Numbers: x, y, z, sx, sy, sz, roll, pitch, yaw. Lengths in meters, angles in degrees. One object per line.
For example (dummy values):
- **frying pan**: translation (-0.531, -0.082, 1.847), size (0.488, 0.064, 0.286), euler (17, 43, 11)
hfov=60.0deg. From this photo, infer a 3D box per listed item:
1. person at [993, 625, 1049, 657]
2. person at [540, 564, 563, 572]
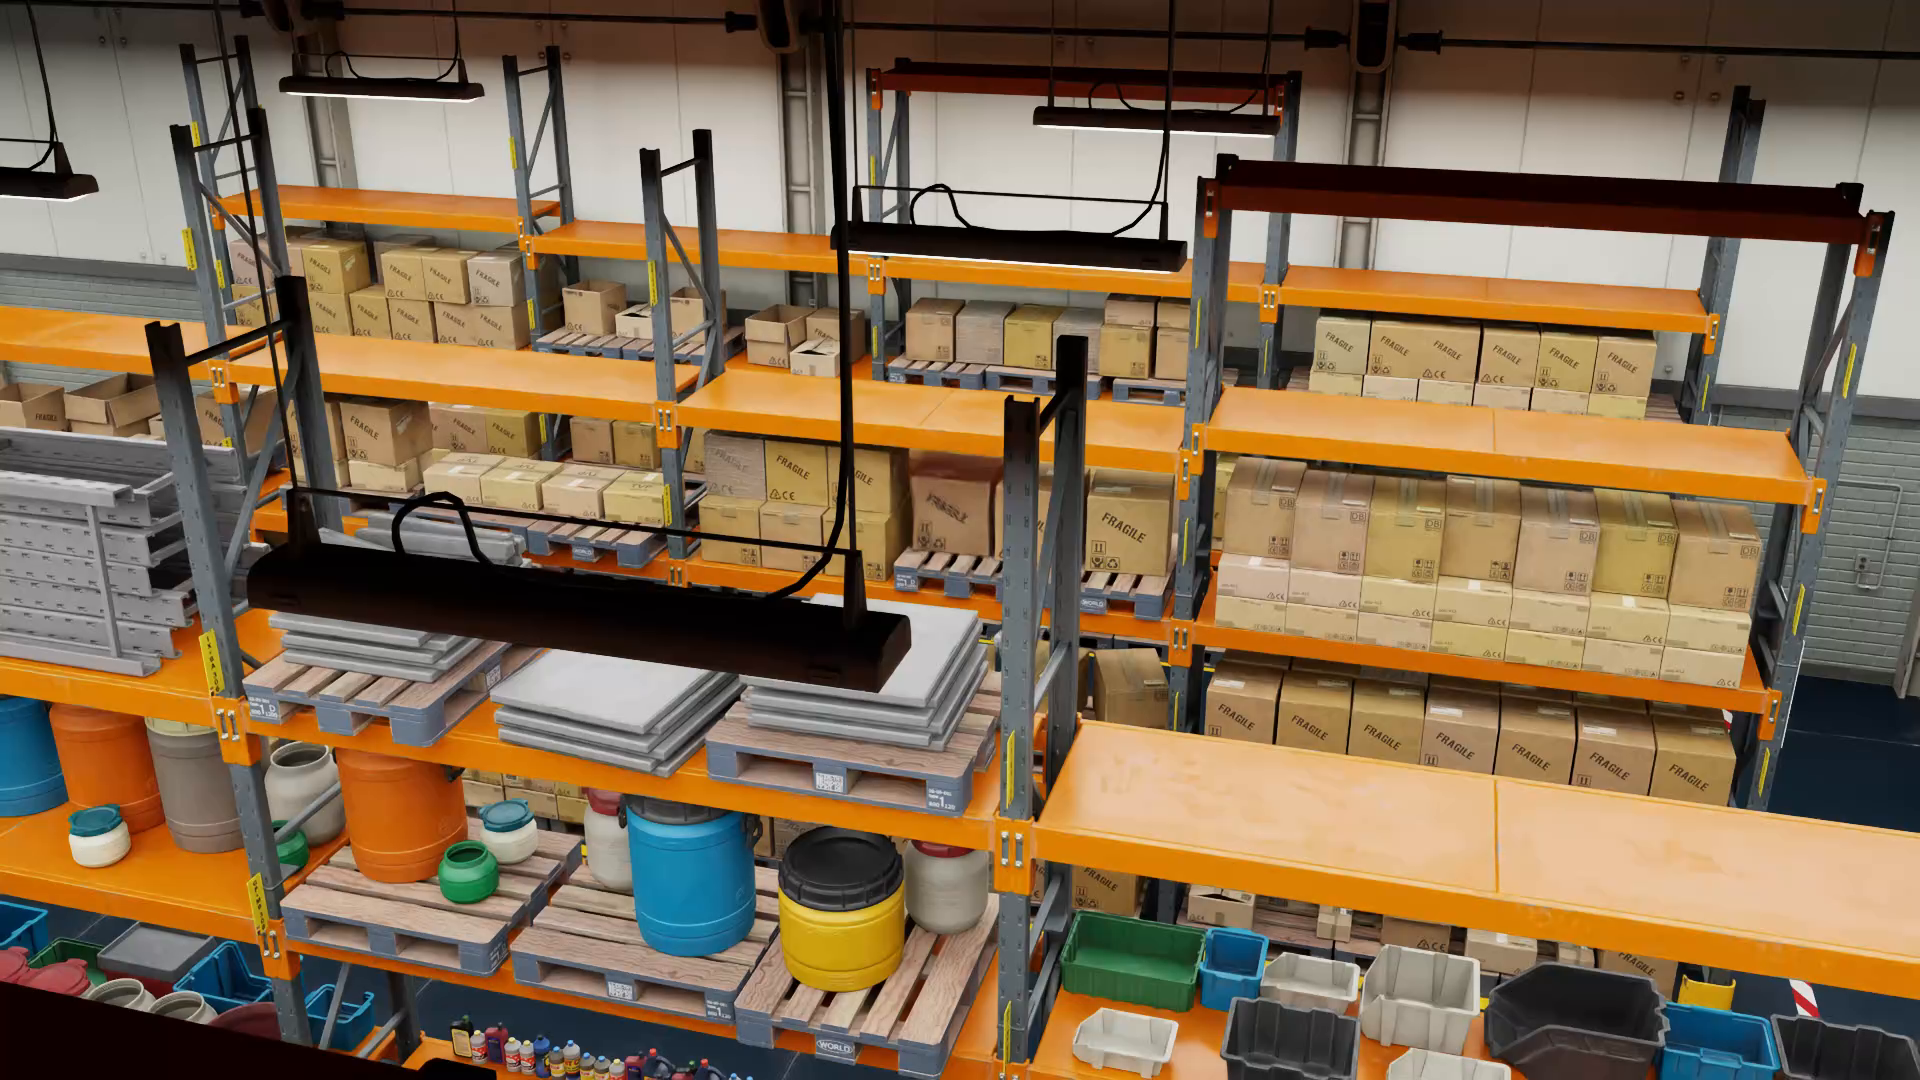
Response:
- **person**: translation (0.637, 0.768, 16.190), size (0.611, 1.711, 0.662), euler (-1, 23, -3)
- **person**: translation (-4.040, 0.940, 16.462), size (0.967, 1.532, 0.438), euler (0, 23, -1)
